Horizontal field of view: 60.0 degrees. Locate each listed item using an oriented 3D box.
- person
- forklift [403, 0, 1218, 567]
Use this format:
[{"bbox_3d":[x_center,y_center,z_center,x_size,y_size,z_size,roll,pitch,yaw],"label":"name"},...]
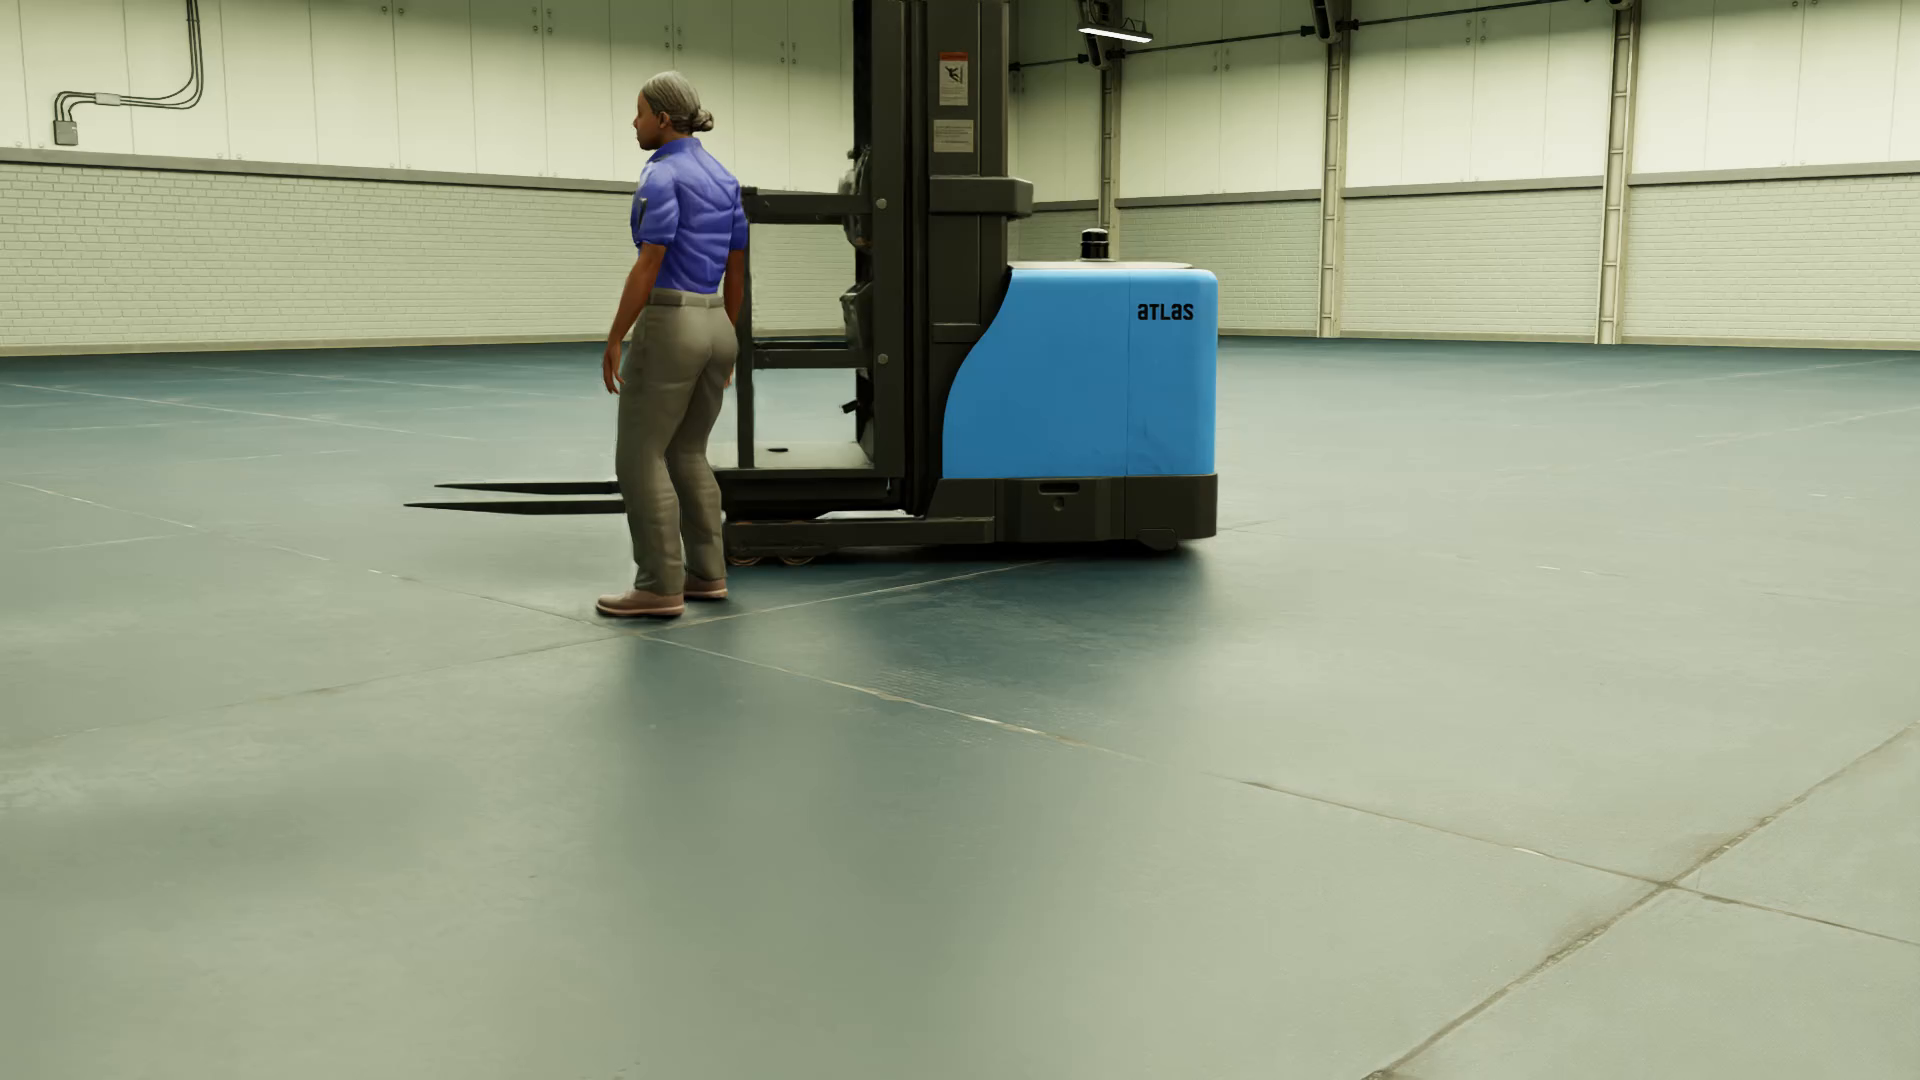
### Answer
[{"bbox_3d":[-0.914,-0.603,5.175,0.393,1.654,0.592,4,9,23],"label":"person"},{"bbox_3d":[-0.577,-1.435,6.403,3.031,2.935,1.130,-1,9,-7],"label":"forklift"}]
